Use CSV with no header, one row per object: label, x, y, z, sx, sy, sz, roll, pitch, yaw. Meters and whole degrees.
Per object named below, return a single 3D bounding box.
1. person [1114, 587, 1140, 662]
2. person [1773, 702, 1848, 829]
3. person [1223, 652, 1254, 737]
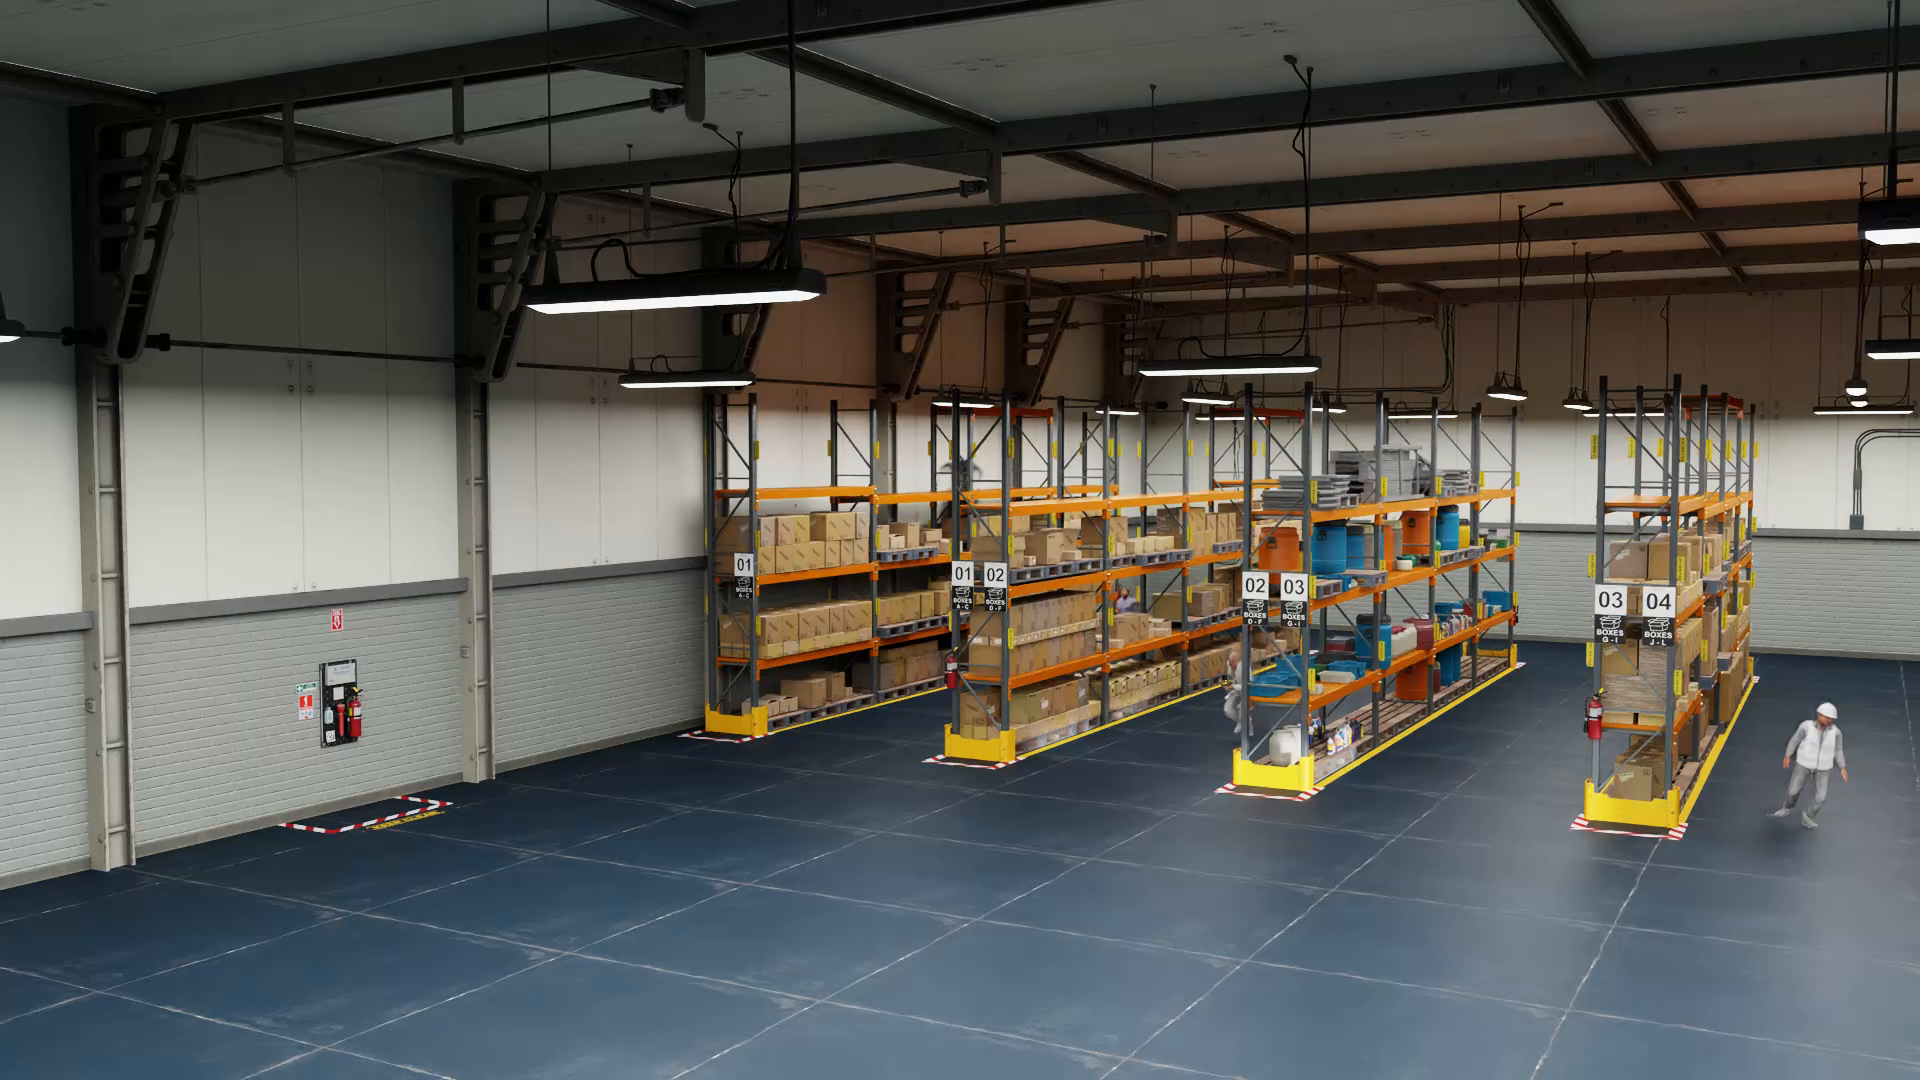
person,3.856,1.908,38.041,0.616,1.675,0.876,2,4,33
person,11.239,2.963,21.961,0.802,1.685,0.686,1,3,13
person,4.823,2.670,28.619,1.081,1.548,0.707,-3,4,-44
